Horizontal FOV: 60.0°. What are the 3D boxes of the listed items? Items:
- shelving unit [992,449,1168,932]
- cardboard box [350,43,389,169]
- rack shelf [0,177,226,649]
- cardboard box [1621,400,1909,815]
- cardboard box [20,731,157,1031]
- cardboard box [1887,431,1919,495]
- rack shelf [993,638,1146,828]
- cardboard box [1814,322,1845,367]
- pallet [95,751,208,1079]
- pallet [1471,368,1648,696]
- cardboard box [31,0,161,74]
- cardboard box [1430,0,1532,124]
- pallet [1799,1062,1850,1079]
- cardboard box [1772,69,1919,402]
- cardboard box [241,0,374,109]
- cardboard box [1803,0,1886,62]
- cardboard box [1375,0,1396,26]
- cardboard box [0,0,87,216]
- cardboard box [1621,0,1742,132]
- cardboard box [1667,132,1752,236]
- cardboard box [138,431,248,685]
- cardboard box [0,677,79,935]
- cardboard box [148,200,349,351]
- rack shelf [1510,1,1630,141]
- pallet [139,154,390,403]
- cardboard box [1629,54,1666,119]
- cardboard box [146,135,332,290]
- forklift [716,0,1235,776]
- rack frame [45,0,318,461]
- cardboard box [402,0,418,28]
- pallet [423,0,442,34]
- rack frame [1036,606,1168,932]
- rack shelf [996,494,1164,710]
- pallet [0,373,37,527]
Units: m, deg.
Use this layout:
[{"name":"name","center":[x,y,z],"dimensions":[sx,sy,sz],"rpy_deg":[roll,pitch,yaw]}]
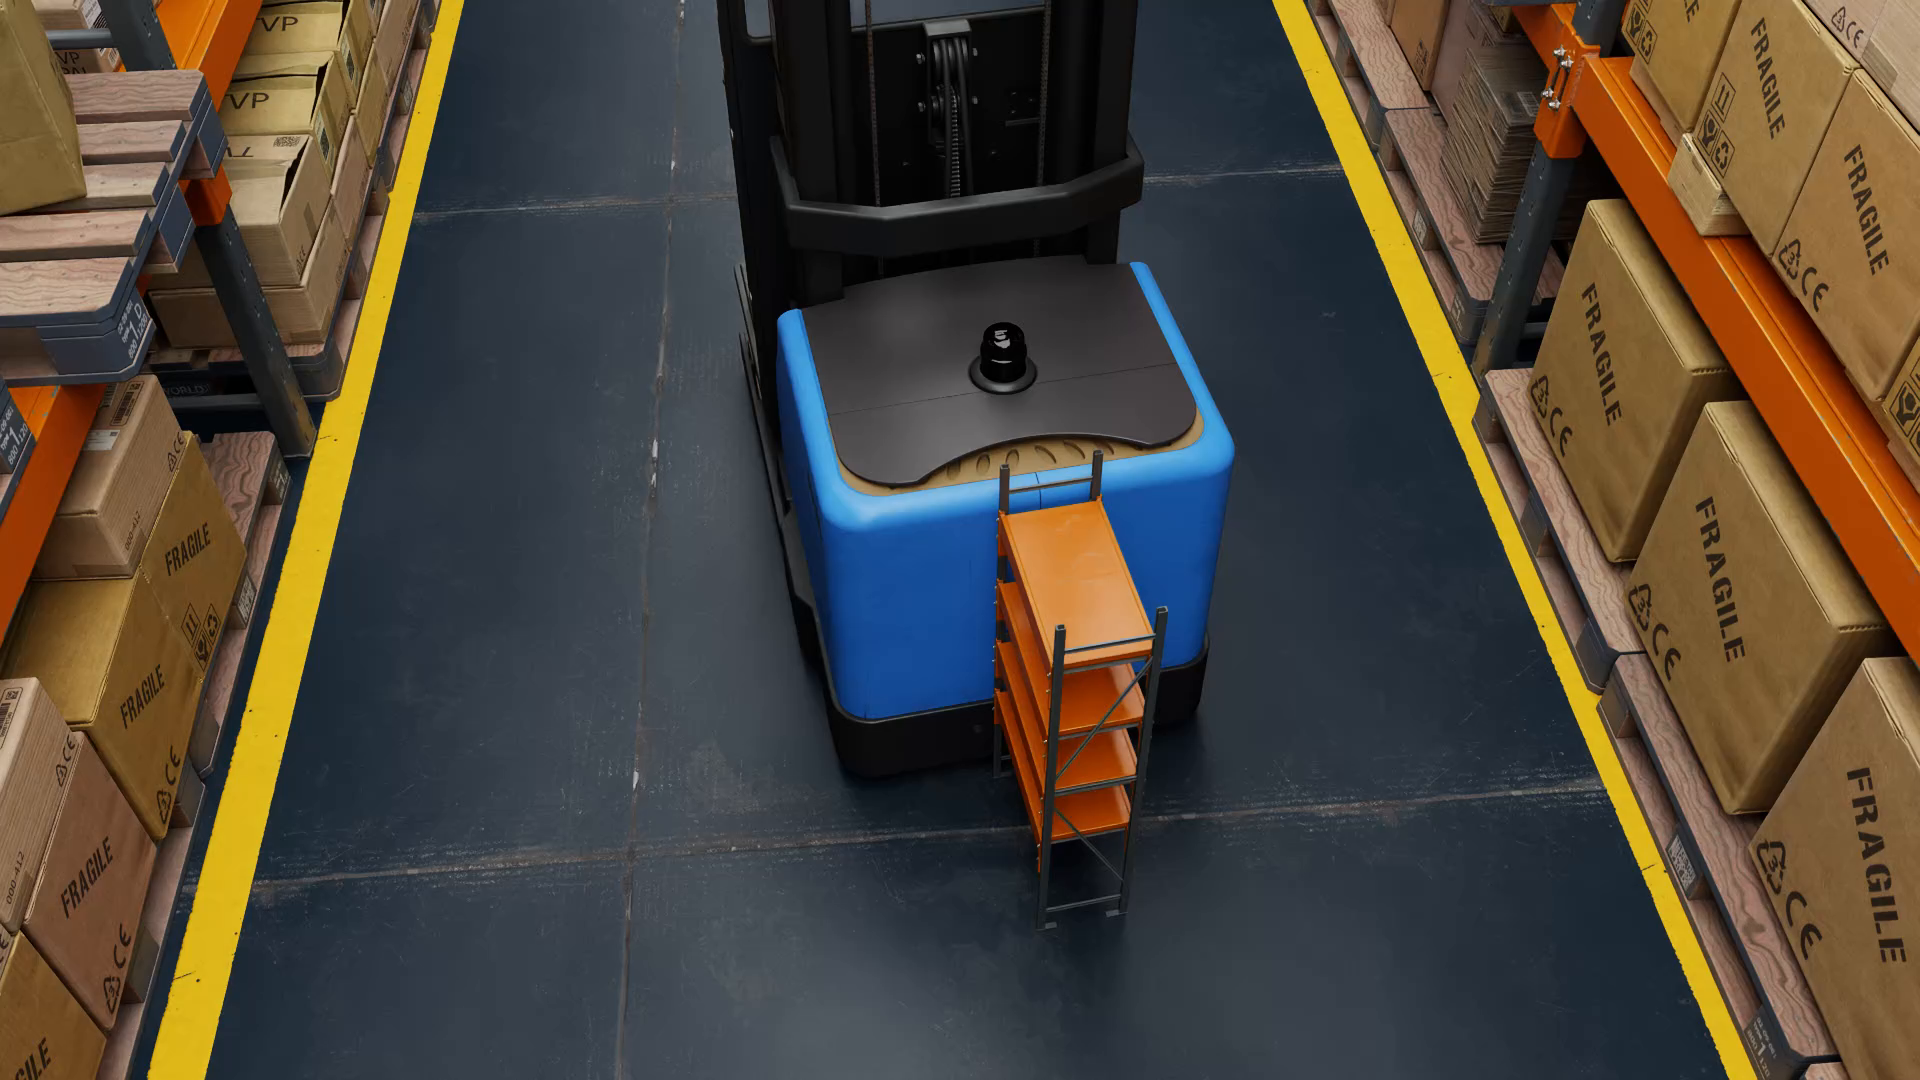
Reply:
[{"name":"shelving unit","center":[0.262,0.402,4.043],"dimensions":[0.258,1.200,0.503],"rpy_deg":[-9,47,-9]},{"name":"cardboard box","center":[-2.494,-1.648,6.350],"dimensions":[0.500,0.250,0.500],"rpy_deg":[-5,47,-4]},{"name":"rack shelf","center":[-2.483,0.381,3.319],"dimensions":[1.077,0.370,4.000],"rpy_deg":[-3,47,-3]},{"name":"cardboard box","center":[2.284,0.152,4.232],"dimensions":[0.750,0.750,0.750],"rpy_deg":[-4,47,-3]},{"name":"cardboard box","center":[-2.245,0.811,3.834],"dimensions":[0.500,0.500,0.500],"rpy_deg":[-5,47,-5]},{"name":"cardboard box","center":[2.222,-0.176,3.510],"dimensions":[0.380,0.149,0.250],"rpy_deg":[-3,47,-3]},{"name":"rack shelf","center":[0.262,0.448,4.092],"dimensions":[0.258,0.148,0.480],"rpy_deg":[-9,47,-9]},{"name":"cardboard box","center":[2.207,-0.543,3.858],"dimensions":[0.380,0.149,0.250],"rpy_deg":[-3,47,-2]},{"name":"pallet","center":[-2.526,1.069,4.093],"dimensions":[1.003,0.211,1.213],"rpy_deg":[-3,47,-3]},{"name":"pallet","center":[2.277,-0.083,5.183],"dimensions":[1.003,0.211,1.213],"rpy_deg":[-3,47,-3]},{"name":"cardboard box","center":[-2.637,-1.548,4.712],"dimensions":[0.500,0.311,0.500],"rpy_deg":[-1,47,-1]},{"name":"cardboard box","center":[2.246,-1.806,6.313],"dimensions":[0.700,0.500,0.500],"rpy_deg":[-4,47,-3]},{"name":"pallet","center":[2.481,1.682,3.511],"dimensions":[1.003,0.211,1.213],"rpy_deg":[-3,47,-3]},{"name":"cardboard box","center":[2.146,-0.655,3.517],"dimensions":[0.500,0.500,0.500],"rpy_deg":[-4,47,-3]},{"name":"cardboard box","center":[-2.494,-1.850,6.155],"dimensions":[0.500,0.311,0.500],"rpy_deg":[-5,47,-4]},{"name":"cardboard box","center":[2.113,-1.286,3.598],"dimensions":[0.500,0.250,0.500],"rpy_deg":[-4,47,-4]},{"name":"cardboard box","center":[2.125,-2.529,6.998],"dimensions":[0.700,0.500,0.500],"rpy_deg":[-3,47,-3]},{"name":"cardboard box","center":[-2.485,-1.043,3.814],"dimensions":[0.700,0.500,0.500],"rpy_deg":[-18,49,-16]},{"name":"cardboard box","center":[2.071,-1.394,4.216],"dimensions":[0.500,0.500,0.500],"rpy_deg":[-2,47,-2]},{"name":"cardboard box","center":[2.033,-0.905,4.200],"dimensions":[0.380,0.149,0.250],"rpy_deg":[-2,47,-2]},{"name":"cardboard box","center":[-2.338,0.057,4.548],"dimensions":[0.500,0.500,0.500],"rpy_deg":[-2,47,-2]},{"name":"cardboard box","center":[-2.239,0.580,3.537],"dimensions":[0.500,0.250,0.500],"rpy_deg":[-4,47,-4]},{"name":"cardboard box","center":[-2.401,-0.909,5.649],"dimensions":[0.500,0.250,0.500],"rpy_deg":[-4,47,-3]},{"name":"rack shelf","center":[2.118,-2.817,6.347],"dimensions":[1.077,0.370,4.000],"rpy_deg":[-3,47,-3]},{"name":"pallet","center":[-2.680,-0.952,6.007],"dimensions":[1.003,0.211,1.213],"rpy_deg":[-3,47,-3]},{"name":"cardboard box","center":[2.083,-1.285,4.561],"dimensions":[0.380,0.149,0.250],"rpy_deg":[-4,47,-4]},{"name":"cardboard box","center":[-2.401,-1.102,5.446],"dimensions":[0.500,0.311,0.500],"rpy_deg":[-2,47,-2]},{"name":"forklift","center":[-0.137,-1.454,4.608],"dimensions":[1.130,2.935,3.031],"rpy_deg":[-9,47,-9]},{"name":"rack frame","center":[-2.650,-1.313,4.428],"dimensions":[1.000,3.000,0.127],"rpy_deg":[-3,47,-3]},{"name":"cardboard box","center":[-2.578,-2.388,7.050],"dimensions":[0.500,0.250,0.500],"rpy_deg":[-3,47,-2]},{"name":"pallet","center":[-2.885,-2.718,7.679],"dimensions":[1.003,0.211,1.213],"rpy_deg":[-3,47,-3]},{"name":"rack frame","center":[0.315,0.575,3.879],"dimensions":[0.240,1.200,0.015],"rpy_deg":[-9,47,-9]},{"name":"rack shelf","center":[0.262,0.131,3.758],"dimensions":[0.258,0.148,0.480],"rpy_deg":[-9,47,-9]},{"name":"pallet","center":[-2.483,0.159,3.165],"dimensions":[1.003,0.211,1.213],"rpy_deg":[-3,47,-3]}]
